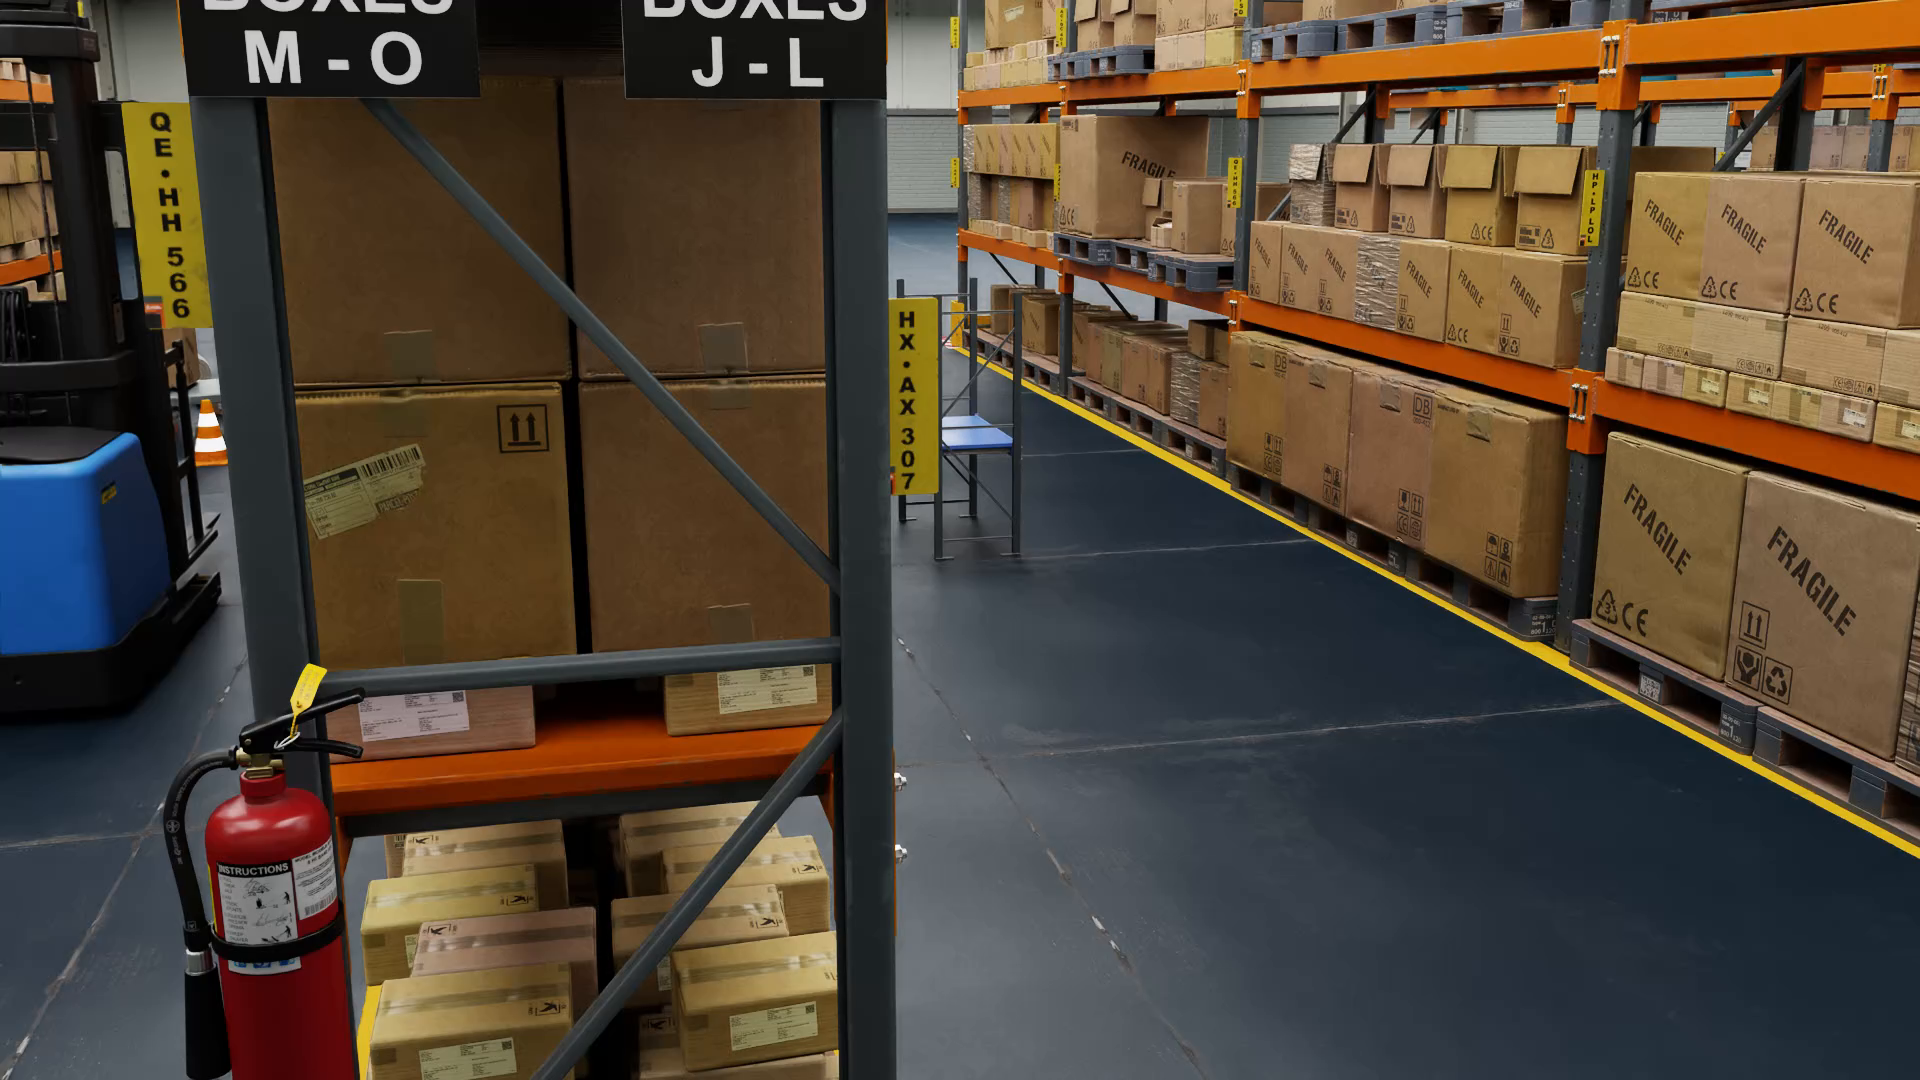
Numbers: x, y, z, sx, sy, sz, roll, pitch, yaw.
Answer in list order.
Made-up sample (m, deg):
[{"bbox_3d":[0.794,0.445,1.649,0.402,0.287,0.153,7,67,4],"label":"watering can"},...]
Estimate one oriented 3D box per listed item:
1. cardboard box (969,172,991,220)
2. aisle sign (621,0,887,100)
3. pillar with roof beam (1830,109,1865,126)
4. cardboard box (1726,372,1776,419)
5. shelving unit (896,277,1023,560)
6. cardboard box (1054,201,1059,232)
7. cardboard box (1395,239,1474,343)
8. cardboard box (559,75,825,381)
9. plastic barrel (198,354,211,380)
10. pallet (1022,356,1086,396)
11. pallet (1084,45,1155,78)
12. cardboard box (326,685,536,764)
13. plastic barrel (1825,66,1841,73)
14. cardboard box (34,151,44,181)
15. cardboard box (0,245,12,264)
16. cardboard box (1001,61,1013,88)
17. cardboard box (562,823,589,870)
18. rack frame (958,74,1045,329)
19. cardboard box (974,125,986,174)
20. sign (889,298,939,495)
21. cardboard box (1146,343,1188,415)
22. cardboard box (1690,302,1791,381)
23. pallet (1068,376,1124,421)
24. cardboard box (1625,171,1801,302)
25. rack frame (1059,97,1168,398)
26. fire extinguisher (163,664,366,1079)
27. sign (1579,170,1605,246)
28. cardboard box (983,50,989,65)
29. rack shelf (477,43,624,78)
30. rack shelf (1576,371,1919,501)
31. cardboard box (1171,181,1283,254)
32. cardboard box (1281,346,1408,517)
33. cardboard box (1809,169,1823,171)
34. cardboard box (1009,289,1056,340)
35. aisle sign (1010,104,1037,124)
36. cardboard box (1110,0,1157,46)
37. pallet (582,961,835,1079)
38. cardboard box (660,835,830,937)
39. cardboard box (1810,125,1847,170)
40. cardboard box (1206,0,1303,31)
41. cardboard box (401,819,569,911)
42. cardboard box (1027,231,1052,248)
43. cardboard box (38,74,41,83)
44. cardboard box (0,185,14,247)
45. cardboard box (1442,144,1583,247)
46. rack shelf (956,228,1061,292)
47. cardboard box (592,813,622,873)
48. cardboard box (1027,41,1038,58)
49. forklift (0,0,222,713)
[{"bbox_3d":[0.577,-3.793,18.294,0.875,0.500,0.500,-3,14,-13],"label":"cardboard box"},{"bbox_3d":[-0.304,-1.047,2.413,0.394,0.787,0.004,-3,14,-13],"label":"aisle sign"},{"bbox_3d":[10.331,-8.502,25.765,9.100,9.000,0.400,-3,14,-13],"label":"pillar with roof beam"},{"bbox_3d":[3.227,-0.569,6.465,0.380,0.149,0.250,-4,14,-15],"label":"cardboard box"},{"bbox_3d":[-0.020,-0.748,9.830,0.538,1.500,1.048,-3,14,-13],"label":"shelving unit"},{"bbox_3d":[1.369,-3.106,15.481,0.875,0.500,0.500,-3,14,-13],"label":"cardboard box"},{"bbox_3d":[2.679,-1.336,8.863,0.500,0.500,0.500,-3,14,-14],"label":"cardboard box"},{"bbox_3d":[-0.460,-0.581,3.041,0.500,0.500,0.500,-3,14,-14],"label":"cardboard box"},{"bbox_3d":[-7.201,-1.532,15.306,0.512,0.421,0.421,7,15,26],"label":"plastic barrel"},{"bbox_3d":[1.222,-1.604,16.047,1.003,0.211,1.213,-3,14,-13],"label":"pallet"},{"bbox_3d":[1.702,-3.784,13.170,1.213,0.211,1.003,-3,14,-13],"label":"pallet"},{"bbox_3d":[-0.964,0.279,2.995,0.380,0.149,0.250,-3,14,-13],"label":"cardboard box"},{"bbox_3d":[7.032,-4.177,13.478,0.600,0.830,0.708,-3,14,-13],"label":"plastic barrel"},{"bbox_3d":[-8.512,-3.397,14.567,0.700,0.500,0.500,-3,14,-14],"label":"cardboard box"},{"bbox_3d":[-8.207,-2.395,13.941,0.380,0.149,0.250,-3,14,-11],"label":"cardboard box"},{"bbox_3d":[0.703,-4.634,16.570,0.500,0.250,0.500,-3,14,-12],"label":"cardboard box"},{"bbox_3d":[-1.299,0.930,4.924,0.380,0.149,0.250,-3,14,-12],"label":"cardboard box"},{"bbox_3d":[0.475,-3.728,18.867,1.000,3.000,0.127,-3,14,-13],"label":"rack frame"},{"bbox_3d":[0.450,-4.149,17.645,0.500,0.500,0.500,-3,14,-13],"label":"cardboard box"},{"bbox_3d":[-0.085,-0.235,2.743,0.100,0.325,0.005,-3,14,-13],"label":"sign"},{"bbox_3d":[1.894,-1.293,13.240,0.700,0.500,0.500,-2,14,-8],"label":"cardboard box"},{"bbox_3d":[3.261,-0.793,6.544,0.500,0.250,0.500,-3,14,-13],"label":"cardboard box"},{"bbox_3d":[1.598,-1.271,14.686,1.003,0.211,1.213,-3,14,-13],"label":"pallet"},{"bbox_3d":[3.157,-1.271,6.918,0.500,0.500,0.500,-3,14,-13],"label":"cardboard box"},{"bbox_3d":[1.414,-2.805,15.089,1.000,3.000,0.127,-3,14,-13],"label":"rack frame"},{"bbox_3d":[-1.002,0.519,2.433,0.296,0.674,0.183,-3,14,-13],"label":"fire extinguisher"},{"bbox_3d":[2.768,-1.451,7.274,0.100,0.325,0.005,-3,14,-13],"label":"sign"},{"bbox_3d":[0.455,-5.046,17.418,0.380,0.149,0.250,-3,14,-11],"label":"cardboard box"},{"bbox_3d":[-2.022,-2.276,8.117,1.077,0.370,4.000,-3,14,-13],"label":"rack shelf"},{"bbox_3d":[3.763,-0.149,5.732,1.077,0.370,4.000,-3,14,-13],"label":"rack shelf"},{"bbox_3d":[1.960,-2.381,12.256,0.700,0.500,0.500,-1,14,-5],"label":"cardboard box"},{"bbox_3d":[2.697,-0.688,10.015,1.225,0.875,0.875,-3,14,-13],"label":"cardboard box"},{"bbox_3d":[10.232,-4.303,19.640,0.380,0.149,0.250,-4,14,-15],"label":"cardboard box"},{"bbox_3d":[0.779,-2.437,17.963,0.500,0.500,0.500,0,14,2],"label":"cardboard box"},{"bbox_3d":[0.752,-5.022,18.685,0.394,0.787,0.004,-3,14,-13],"label":"aisle sign"},{"bbox_3d":[1.650,-4.185,13.316,0.797,0.503,0.637,-3,14,-11],"label":"cardboard box"},{"bbox_3d":[-0.787,1.364,3.900,1.003,0.211,1.213,-3,14,-13],"label":"pallet"},{"bbox_3d":[-0.522,0.846,4.012,0.380,0.149,0.250,-3,14,-13],"label":"cardboard box"},{"bbox_3d":[10.462,-4.600,19.492,0.700,0.500,0.500,-3,14,-13],"label":"cardboard box"},{"bbox_3d":[1.998,-3.727,11.279,0.500,0.500,0.500,-3,14,-12],"label":"cardboard box"},{"bbox_3d":[-1.170,0.823,4.107,0.380,0.149,0.250,-4,14,-15],"label":"cardboard box"},{"bbox_3d":[0.861,-2.887,15.954,0.380,0.149,0.250,-3,14,-13],"label":"cardboard box"},{"bbox_3d":[-8.688,-4.263,15.266,0.380,0.149,0.250,-3,14,-13],"label":"cardboard box"},{"bbox_3d":[-8.192,-2.678,13.729,0.500,0.500,0.500,-3,14,-13],"label":"cardboard box"},{"bbox_3d":[2.985,-1.802,8.656,0.797,0.503,0.637,-3,14,-13],"label":"cardboard box"},{"bbox_3d":[0.944,-2.917,17.063,1.077,0.370,4.000,-3,14,-13],"label":"rack shelf"},{"bbox_3d":[-0.852,0.818,4.754,0.380,0.149,0.250,-3,14,-10],"label":"cardboard box"},{"bbox_3d":[0.850,-4.624,15.690,0.380,0.149,0.250,-4,14,-15],"label":"cardboard box"},{"bbox_3d":[-4.295,-0.999,7.841,1.130,2.935,3.031,-3,14,-12],"label":"forklift"}]
